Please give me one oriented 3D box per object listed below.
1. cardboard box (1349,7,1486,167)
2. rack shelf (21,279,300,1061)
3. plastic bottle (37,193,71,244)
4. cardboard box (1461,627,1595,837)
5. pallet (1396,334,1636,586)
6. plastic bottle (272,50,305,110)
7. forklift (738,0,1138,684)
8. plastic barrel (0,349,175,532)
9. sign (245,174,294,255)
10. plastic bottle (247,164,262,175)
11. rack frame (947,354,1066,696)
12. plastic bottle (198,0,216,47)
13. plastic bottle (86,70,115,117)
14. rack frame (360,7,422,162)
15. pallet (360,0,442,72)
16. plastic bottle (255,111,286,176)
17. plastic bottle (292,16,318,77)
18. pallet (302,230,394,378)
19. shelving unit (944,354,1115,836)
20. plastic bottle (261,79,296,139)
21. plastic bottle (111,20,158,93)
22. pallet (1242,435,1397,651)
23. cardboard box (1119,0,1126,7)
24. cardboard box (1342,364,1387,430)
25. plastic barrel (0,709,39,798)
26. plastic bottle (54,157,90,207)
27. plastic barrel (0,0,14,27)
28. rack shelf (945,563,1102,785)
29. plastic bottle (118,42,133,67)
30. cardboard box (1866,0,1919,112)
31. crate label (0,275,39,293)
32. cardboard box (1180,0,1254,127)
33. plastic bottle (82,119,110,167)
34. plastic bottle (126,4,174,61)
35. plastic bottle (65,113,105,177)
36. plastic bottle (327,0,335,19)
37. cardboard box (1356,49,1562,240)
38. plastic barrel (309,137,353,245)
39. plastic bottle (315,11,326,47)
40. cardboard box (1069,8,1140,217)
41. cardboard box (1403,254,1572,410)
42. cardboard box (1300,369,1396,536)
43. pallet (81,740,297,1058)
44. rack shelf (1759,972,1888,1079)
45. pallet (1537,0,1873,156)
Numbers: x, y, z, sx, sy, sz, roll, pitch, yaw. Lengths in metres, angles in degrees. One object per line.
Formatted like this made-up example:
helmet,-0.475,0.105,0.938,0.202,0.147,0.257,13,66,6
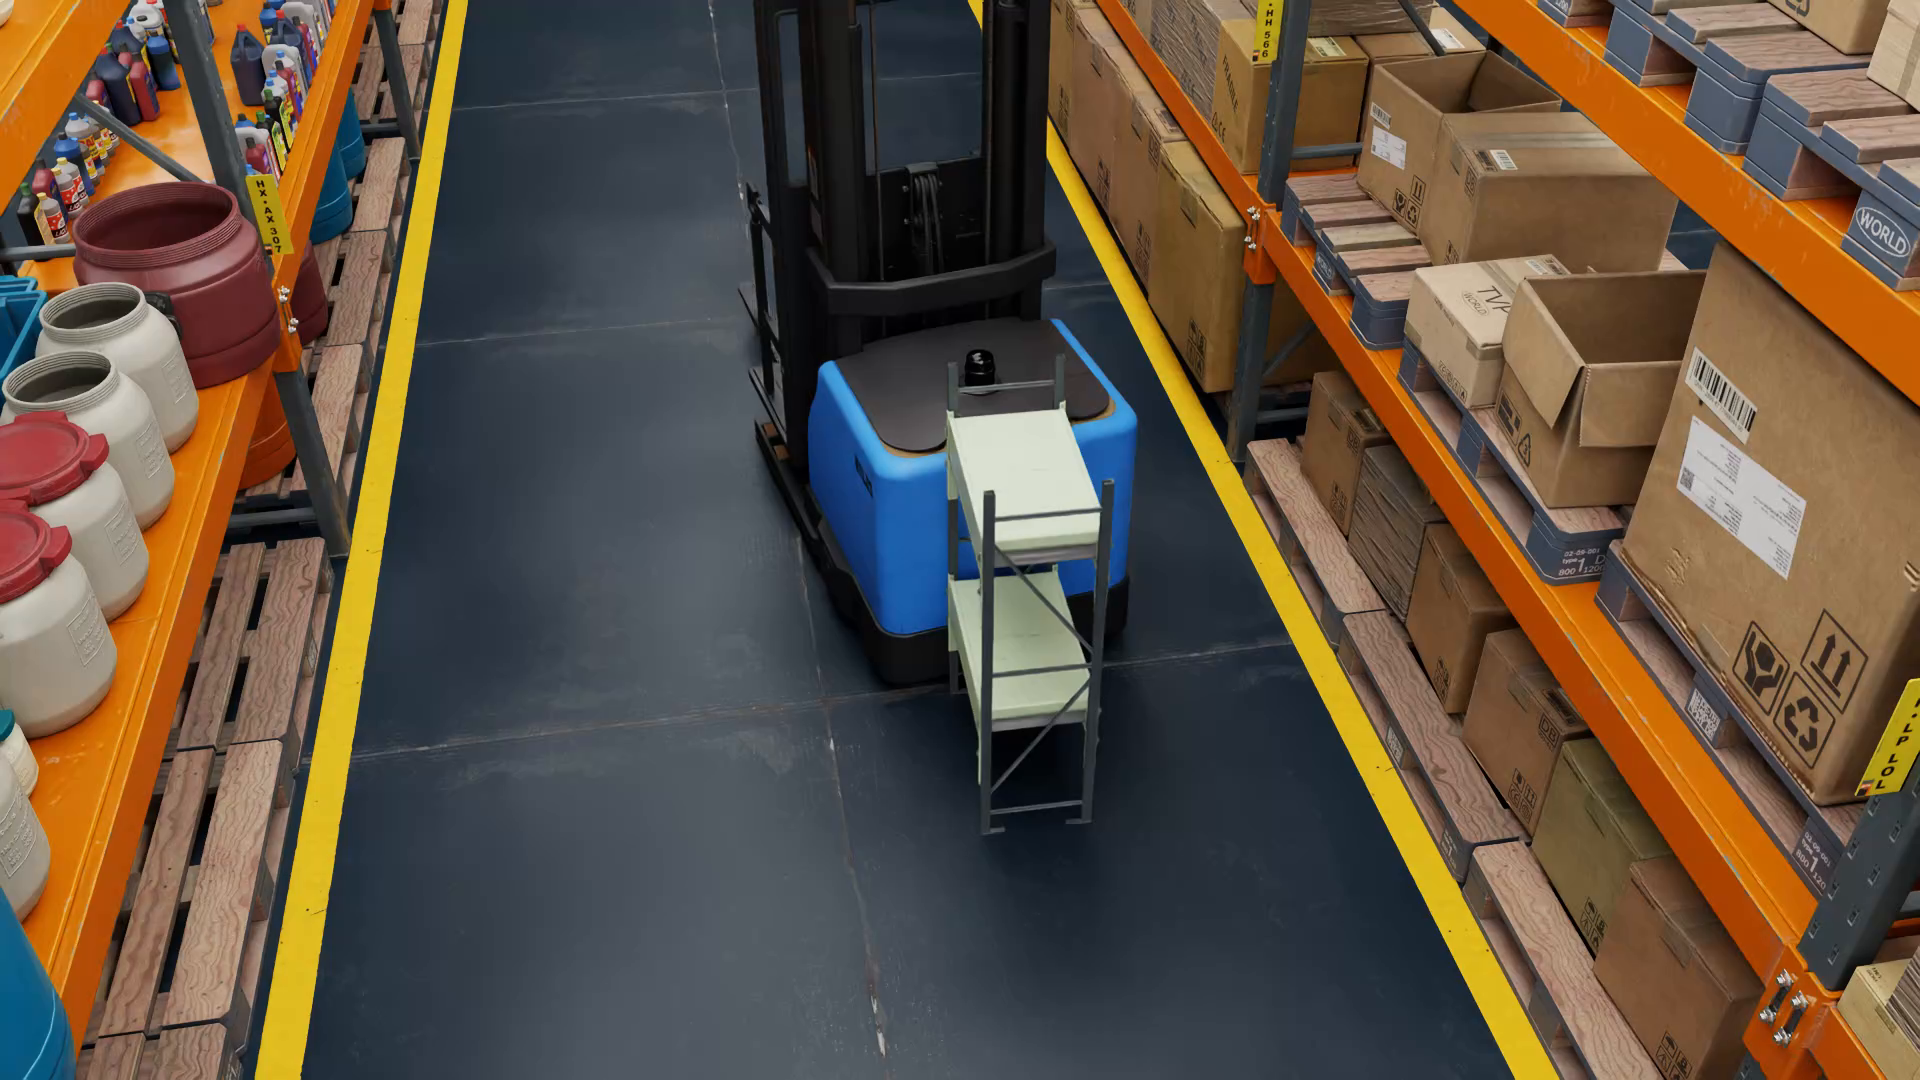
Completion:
cardboard box,1.929,-1.986,7.279,0.500,0.500,0.500,-5,38,-7
rack shelf,-2.779,0.401,4.875,1.077,0.370,4.000,-6,38,-8
plastic bottle,-3.623,-1.282,6.617,0.097,0.201,0.097,0,38,0
cardboard box,2.197,0.605,5.705,0.700,0.500,0.500,-9,39,-12
pallet,2.134,-0.356,5.420,1.003,0.211,1.213,-6,38,-8
plastic bottle,-3.084,-2.106,7.621,0.097,0.271,0.097,0,38,0
forklift,-0.309,-1.510,6.804,1.130,2.935,3.031,-13,40,-16
plastic barrel,-2.666,-0.282,5.077,0.421,0.512,0.421,0,38,0
sign,-2.590,-1.218,6.240,0.100,0.325,0.005,-6,38,-8
plastic bottle,-2.898,-1.440,6.821,0.097,0.201,0.097,0,38,0
rack frame,0.157,-0.011,6.042,0.400,1.500,0.023,-5,38,-7
plastic bottle,-3.813,-2.594,8.245,0.152,0.276,0.135,-6,38,-8
plastic bottle,-3.821,-1.933,7.389,0.061,0.283,0.133,-6,38,-8
rack frame,-3.831,-3.507,9.319,1.000,3.000,0.127,-6,38,-8
pallet,-4.216,-3.584,11.691,1.003,0.211,1.213,-6,38,-8
plastic bottle,-2.947,-1.706,7.096,0.061,0.283,0.133,-6,38,-8
plastic bottle,-3.142,-2.376,7.958,0.061,0.283,0.133,-6,38,-8
pallet,-3.520,-1.196,8.618,1.003,0.211,1.213,-6,38,-8
shelving unit,0.213,0.210,5.757,0.431,1.500,0.755,-5,38,-7
plastic bottle,-3.026,-1.908,7.366,0.097,0.271,0.097,0,38,0
plastic bottle,-3.864,-2.253,7.745,0.144,0.351,0.185,-6,38,-8
pallet,1.882,-0.050,7.142,1.003,0.211,1.213,-6,38,-8
cardboard box,1.056,-3.168,8.802,0.500,0.500,0.500,-7,38,-9
cardboard box,1.893,-0.705,6.780,0.500,0.250,0.500,-5,38,-6
plastic barrel,-2.510,0.564,4.192,0.301,0.262,0.301,0,38,0
plastic bottle,-3.681,-1.480,6.873,0.097,0.201,0.097,0,38,0
plastic barrel,-2.677,-1.478,4.375,0.301,0.262,0.301,0,38,0
rack shelf,0.213,0.468,5.957,0.431,0.370,0.720,-5,38,-7
plastic bottle,-3.817,-2.132,7.645,0.061,0.283,0.133,-6,38,-8
cardboard box,2.184,-1.062,3.494,0.396,0.266,0.258,-5,38,-6
crate label,-3.425,-0.730,5.881,0.303,0.233,0.416,-6,38,-8
cardboard box,1.334,-2.236,7.602,0.500,0.500,0.500,-7,38,-8
plastic bottle,-3.749,-1.716,7.175,0.097,0.201,0.097,0,38,0
plastic bottle,-3.922,-2.438,8.044,0.152,0.276,0.135,-6,38,-8
plastic bottle,-3.732,-1.684,7.078,0.097,0.271,0.097,0,38,0
plastic bottle,-3.316,-2.855,8.521,0.144,0.351,0.185,-6,38,-8
cardboard box,1.880,-1.507,6.321,0.500,0.500,0.500,-11,39,-14
plastic barrel,-3.629,-2.086,8.858,0.600,0.901,0.708,-6,38,-8
plastic bottle,-3.221,-2.551,8.251,0.097,0.201,0.097,0,38,0
cardboard box,1.334,-2.442,9.338,1.225,0.875,0.875,-7,38,-10
cardboard box,1.814,-0.693,5.477,0.500,0.250,0.500,-7,38,-9
cardboard box,1.883,-0.407,7.008,0.700,0.500,0.500,-8,39,-10
pallet,-2.822,1.218,5.510,1.003,0.211,1.213,-6,38,-8
rack shelf,2.798,2.285,2.450,1.077,0.370,4.000,-6,38,-8
pallet,2.259,-1.328,4.223,1.213,0.211,1.003,-6,38,-8
